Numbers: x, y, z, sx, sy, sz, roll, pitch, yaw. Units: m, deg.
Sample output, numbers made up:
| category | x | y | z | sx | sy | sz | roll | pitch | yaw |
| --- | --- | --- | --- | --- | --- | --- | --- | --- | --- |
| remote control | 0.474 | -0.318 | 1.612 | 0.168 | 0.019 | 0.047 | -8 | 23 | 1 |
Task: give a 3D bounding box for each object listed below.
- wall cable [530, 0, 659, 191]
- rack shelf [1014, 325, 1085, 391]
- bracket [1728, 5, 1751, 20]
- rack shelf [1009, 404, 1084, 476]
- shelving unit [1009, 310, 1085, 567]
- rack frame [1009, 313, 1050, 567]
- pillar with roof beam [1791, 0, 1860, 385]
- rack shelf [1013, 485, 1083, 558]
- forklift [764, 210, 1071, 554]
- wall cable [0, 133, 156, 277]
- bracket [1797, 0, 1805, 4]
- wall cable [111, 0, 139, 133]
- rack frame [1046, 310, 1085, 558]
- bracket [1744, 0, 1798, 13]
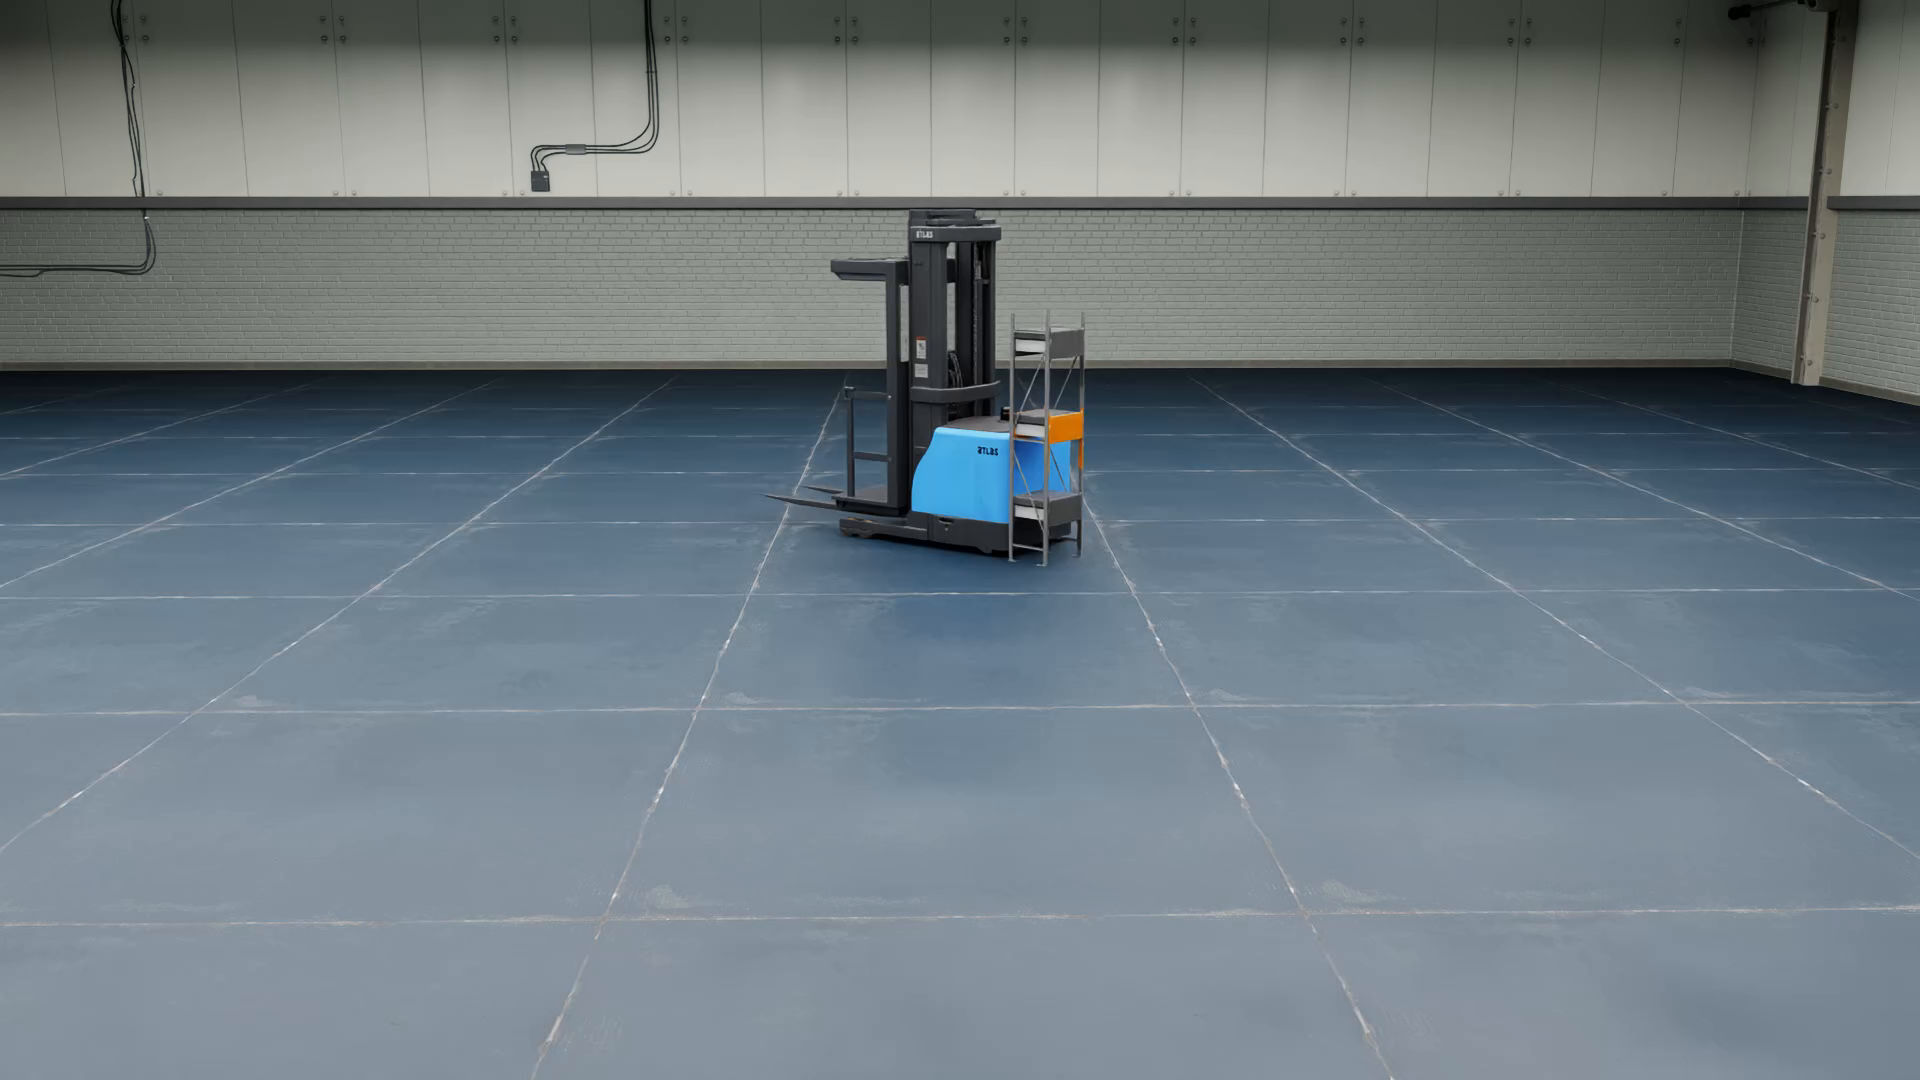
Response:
| category | x | y | z | sx | sy | sz | roll | pitch | yaw |
| --- | --- | --- | --- | --- | --- | --- | --- | --- | --- |
| wall cable | -6.511 | -9.197 | 29.206 | 2.305 | 6.003 | 0.169 | 0 | 11 | -1 |
| rack shelf | 0.731 | -1.536 | 13.897 | 0.431 | 0.518 | 0.480 | 9 | 15 | 39 |
| bracket | 13.817 | -9.349 | 29.456 | 0.235 | 0.232 | 0.430 | 0 | 11 | -1 |
| rack shelf | 0.731 | -0.850 | 14.036 | 0.431 | 0.518 | 0.480 | 9 | 15 | 39 |
| shelving unit | 0.731 | -0.863 | 14.033 | 0.431 | 2.100 | 0.503 | 9 | 15 | 39 |
| rack frame | 0.574 | -0.826 | 13.850 | 0.400 | 2.100 | 0.015 | 9 | 15 | 39 |
| pillar with roof beam | 9.925 | -7.015 | 27.005 | 9.100 | 9.000 | 0.548 | 0 | 11 | -1 |
| rack shelf | 0.731 | -0.164 | 14.175 | 0.431 | 0.518 | 0.480 | 9 | 15 | 39 |
| forklift | -0.488 | -1.527 | 15.213 | 3.031 | 2.935 | 1.130 | 8 | 14 | 36 |
| wall cable | -16.003 | -5.973 | 29.676 | 3.097 | 2.526 | 0.112 | 0 | 11 | -1 |
| bracket | 13.866 | -8.878 | 27.133 | 0.235 | 0.232 | 0.430 | 0 | 11 | -1 |
| wall cable | -13.298 | -8.459 | 29.229 | 3.097 | 2.526 | 0.112 | 0 | 11 | -1 |
| rack frame | 0.888 | -0.900 | 14.217 | 0.400 | 2.100 | 0.015 | 9 | 15 | 39 |
| bracket | 13.829 | -9.232 | 28.877 | 0.076 | 0.066 | 3.189 | 0 | 11 | -1 |
